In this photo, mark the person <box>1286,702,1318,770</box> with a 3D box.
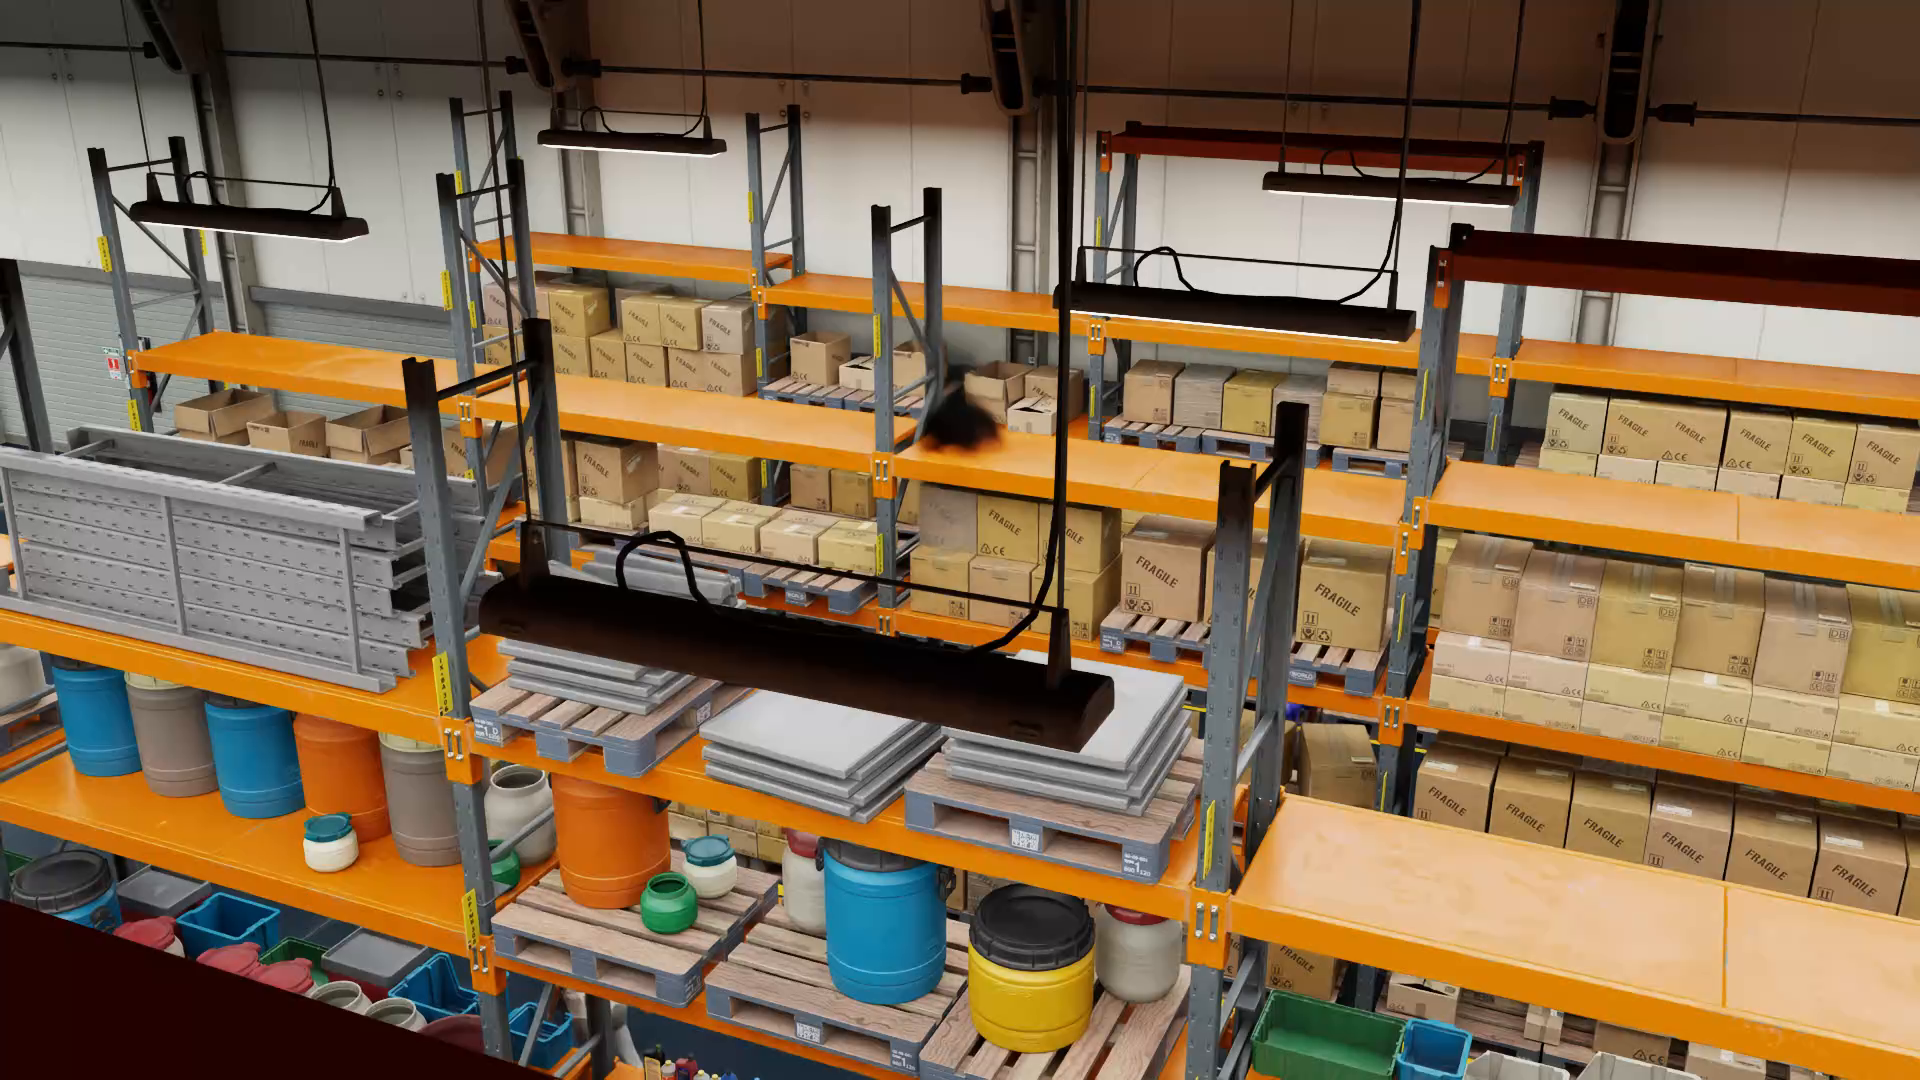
[{"bbox_3d":[2.999,1.937,15.249,0.790,1.670,0.486,7,22,17],"label":"person"}]

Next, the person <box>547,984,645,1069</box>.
[{"bbox_3d":[-2.546,3.269,11.707,0.664,1.620,0.607,-16,26,-37],"label":"person"}]
